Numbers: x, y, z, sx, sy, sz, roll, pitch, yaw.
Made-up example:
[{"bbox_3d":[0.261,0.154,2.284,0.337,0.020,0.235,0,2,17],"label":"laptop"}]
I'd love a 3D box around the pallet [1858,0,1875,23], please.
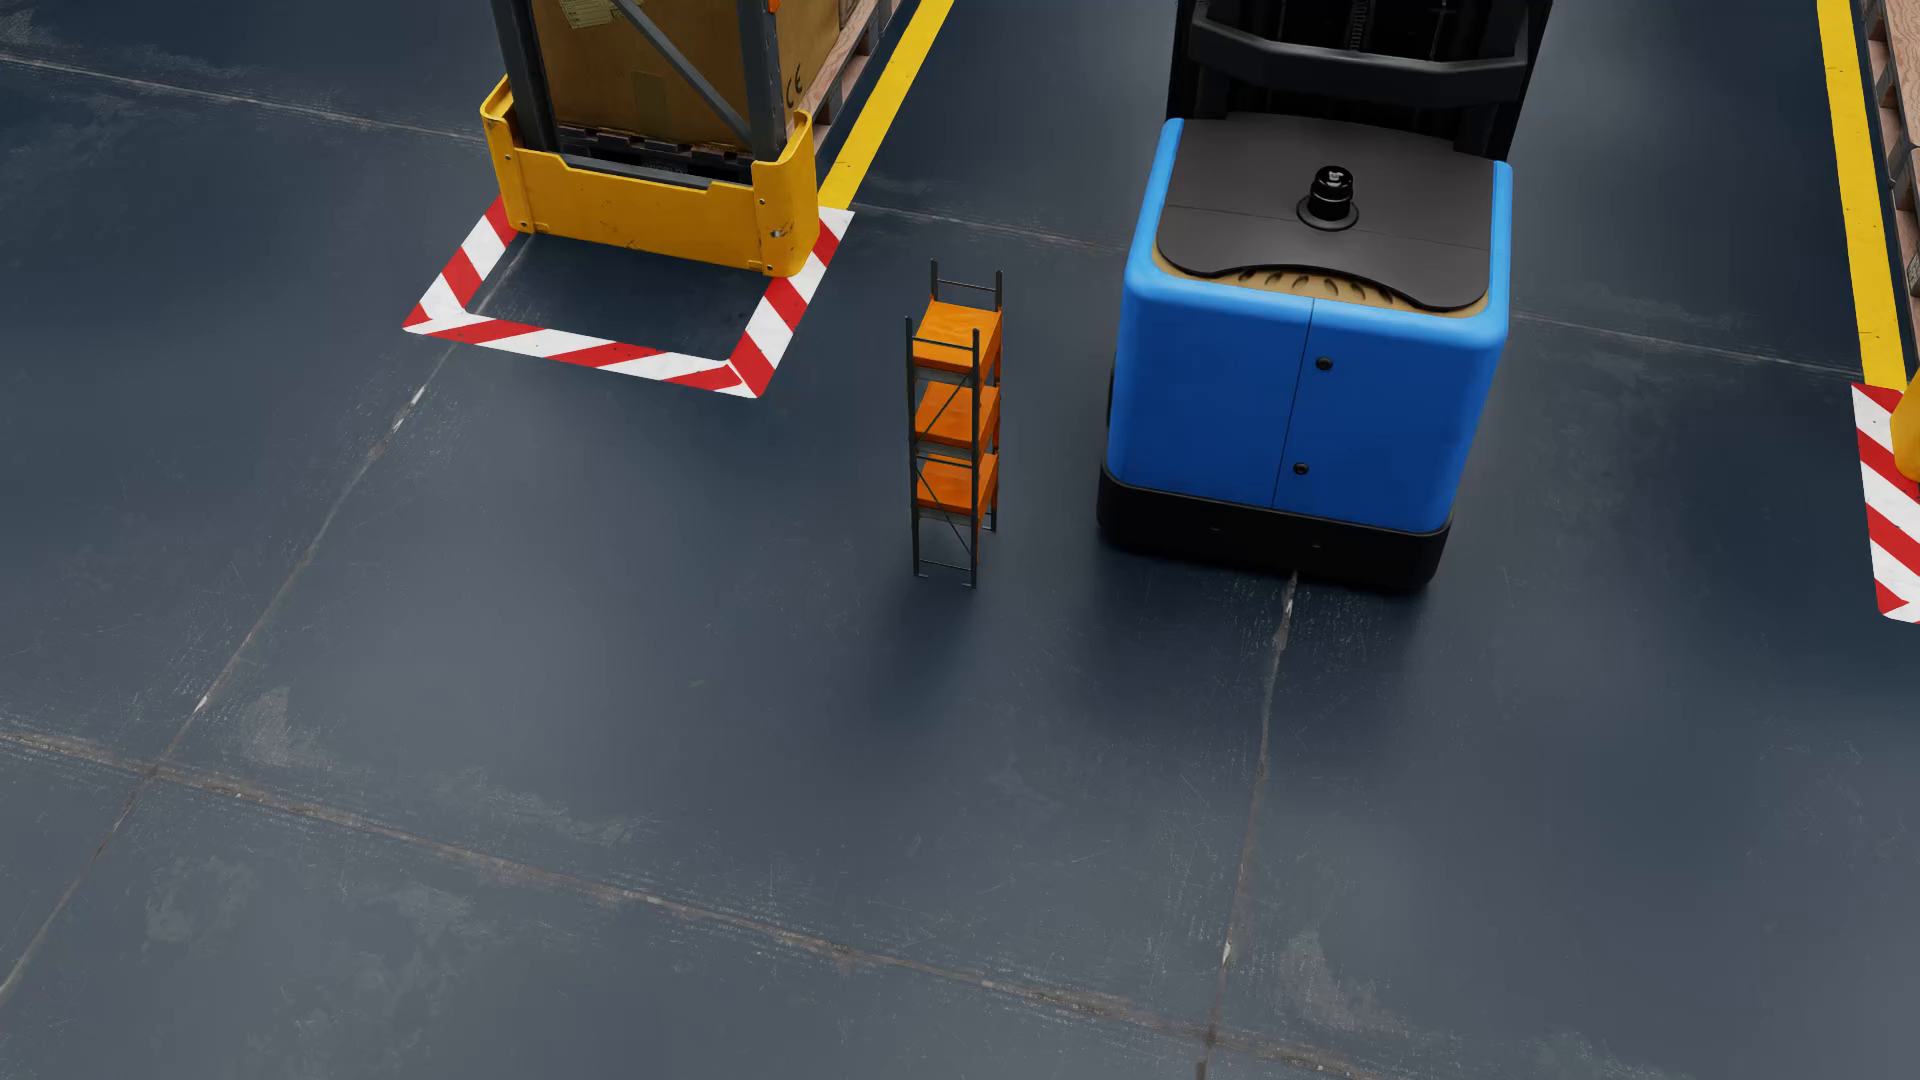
[{"bbox_3d":[4.560,-2.652,7.450,1.003,0.211,1.213,12,50,10],"label":"pallet"}]

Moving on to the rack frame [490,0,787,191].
[{"bbox_3d":[-1.115,-2.198,5.190,1.000,3.000,0.127,12,50,10],"label":"rack frame"}]

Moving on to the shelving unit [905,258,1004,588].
[{"bbox_3d":[-0.014,-0.309,4.822,0.215,1.050,0.252,12,50,10],"label":"shelving unit"}]

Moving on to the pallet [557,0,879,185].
[{"bbox_3d":[-0.980,-1.869,6.759,1.003,0.211,1.213,12,50,10],"label":"pallet"}]

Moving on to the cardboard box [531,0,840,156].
[{"bbox_3d":[-1.024,-2.113,6.251,0.875,0.875,0.875,12,50,10],"label":"cardboard box"}]

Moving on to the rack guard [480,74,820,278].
[{"bbox_3d":[-1.121,-1.354,6.111,1.175,0.500,0.348,12,50,10],"label":"rack guard"}]

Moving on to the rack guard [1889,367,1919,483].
[{"bbox_3d":[3.670,-0.374,5.247,1.175,0.500,0.348,12,50,10],"label":"rack guard"}]

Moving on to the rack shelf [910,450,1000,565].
[{"bbox_3d":[-0.014,-0.118,5.039,0.215,0.259,0.240,12,50,10],"label":"rack shelf"}]

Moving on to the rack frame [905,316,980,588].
[{"bbox_3d":[-0.046,-0.220,4.744,0.200,1.050,0.008,12,50,10],"label":"rack frame"}]

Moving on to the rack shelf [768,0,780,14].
[{"bbox_3d":[-0.589,-3.407,6.736,1.077,0.370,4.000,12,50,10],"label":"rack shelf"}]

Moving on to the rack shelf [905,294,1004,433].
[{"bbox_3d":[-0.014,-0.489,4.617,0.215,0.259,0.240,12,50,10],"label":"rack shelf"}]

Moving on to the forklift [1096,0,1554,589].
[{"bbox_3d":[1.265,-1.953,5.019,1.130,2.935,3.031,10,49,9],"label":"forklift"}]

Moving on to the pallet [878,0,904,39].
[{"bbox_3d":[-0.657,-2.749,7.536,1.003,0.211,1.213,12,50,10],"label":"pallet"}]

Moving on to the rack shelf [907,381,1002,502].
[{"bbox_3d":[-0.014,-0.302,4.830,0.215,0.259,0.240,12,50,10],"label":"rack shelf"}]

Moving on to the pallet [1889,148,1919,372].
[{"bbox_3d":[3.918,-0.887,5.892,1.003,0.211,1.213,12,50,10],"label":"pallet"}]

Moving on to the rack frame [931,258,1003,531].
[{"bbox_3d":[0.018,-0.397,4.900,0.200,1.050,0.008,12,50,10],"label":"rack frame"}]

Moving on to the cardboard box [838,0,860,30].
[{"bbox_3d":[-0.784,-2.771,6.832,0.875,0.875,0.875,12,50,10],"label":"cardboard box"}]

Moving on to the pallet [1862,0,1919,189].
[{"bbox_3d":[4.241,-1.767,6.669,1.003,0.211,1.213,12,50,10],"label":"pallet"}]
